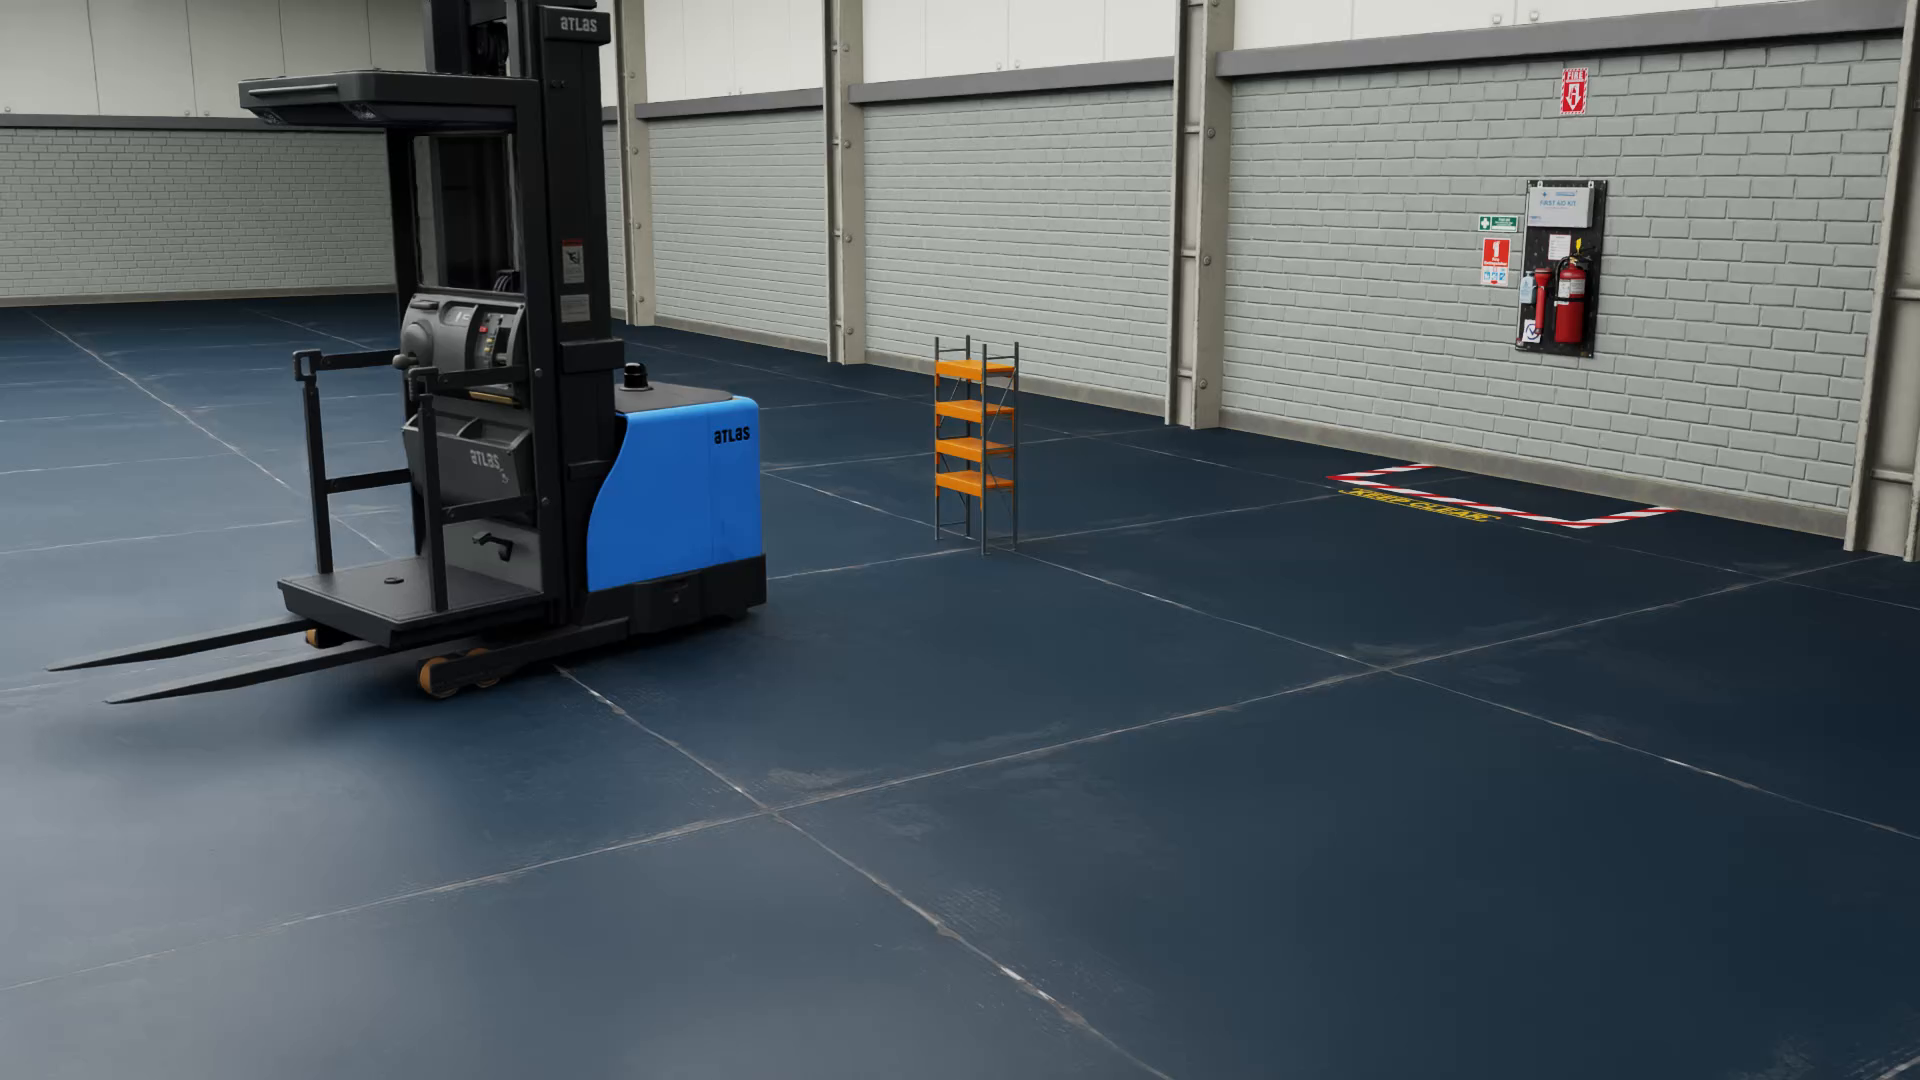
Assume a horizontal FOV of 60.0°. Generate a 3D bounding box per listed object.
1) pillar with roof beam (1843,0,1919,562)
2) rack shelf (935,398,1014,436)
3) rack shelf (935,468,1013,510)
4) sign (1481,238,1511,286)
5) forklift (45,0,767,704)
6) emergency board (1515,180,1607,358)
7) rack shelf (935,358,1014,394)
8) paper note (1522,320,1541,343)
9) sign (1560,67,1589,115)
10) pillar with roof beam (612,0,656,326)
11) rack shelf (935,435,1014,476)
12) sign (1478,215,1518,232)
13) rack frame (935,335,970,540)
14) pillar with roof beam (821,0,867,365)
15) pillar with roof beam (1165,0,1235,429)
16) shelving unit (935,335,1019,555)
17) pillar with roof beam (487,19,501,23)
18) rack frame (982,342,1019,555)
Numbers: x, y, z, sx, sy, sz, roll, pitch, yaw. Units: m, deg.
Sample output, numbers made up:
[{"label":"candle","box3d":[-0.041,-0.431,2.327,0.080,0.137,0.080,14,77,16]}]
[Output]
[{"label":"pillar with roof beam","box3d":[1.757,-3.815,6.243,9.100,9.000,0.400,-8,15,-33]},{"label":"rack shelf","box3d":[0.092,-0.710,9.566,0.258,0.148,0.480,-8,15,-33]},{"label":"rack shelf","box3d":[0.092,-0.297,9.656,0.258,0.148,0.480,-8,15,-33]},{"label":"sign","box3d":[3.783,-1.966,11.746,0.001,0.329,0.234,-8,15,-33]},{"label":"forklift","box3d":[-2.321,-0.902,7.125,1.130,2.935,3.031,11,17,42]},{"label":"emergency board","box3d":[4.004,-1.838,11.245,0.194,1.169,0.643,-8,15,-33]},{"label":"rack shelf","box3d":[0.092,-0.941,9.515,0.258,0.148,0.480,-8,15,-33]},{"label":"paper note","box3d":[3.963,-1.447,11.520,0.016,0.148,0.142,-8,15,-33]},{"label":"sign","box3d":[4.082,-2.984,11.057,0.001,0.298,0.199,-8,15,-33]},{"label":"pillar with roof beam","box3d":[-8.215,-7.016,20.882,9.100,9.000,0.400,-8,15,-33]},{"label":"rack shelf","box3d":[0.092,-0.491,9.613,0.258,0.148,0.480,-8,15,-33]},{"label":"sign","box3d":[3.778,-2.223,11.681,0.001,0.109,0.331,-8,15,-33]},{"label":"rack frame","box3d":[-0.043,-0.600,9.797,0.240,1.200,0.015,-8,15,-33]},{"label":"pillar with roof beam","box3d":[-4.891,-5.949,16.002,9.100,9.000,0.400,-8,15,-33]},{"label":"pillar with roof beam","box3d":[-1.567,-4.882,11.123,9.100,9.000,0.400,-8,15,-33]},{"label":"shelving unit","box3d":[0.092,-0.557,9.599,0.258,1.200,0.503,-8,15,-33]},{"label":"pillar with roof beam","box3d":[-11.540,-8.083,25.762,9.100,9.000,0.400,-8,15,-33]},{"label":"rack frame","box3d":[0.227,-0.513,9.401,0.240,1.200,0.015,-8,15,-33]}]
